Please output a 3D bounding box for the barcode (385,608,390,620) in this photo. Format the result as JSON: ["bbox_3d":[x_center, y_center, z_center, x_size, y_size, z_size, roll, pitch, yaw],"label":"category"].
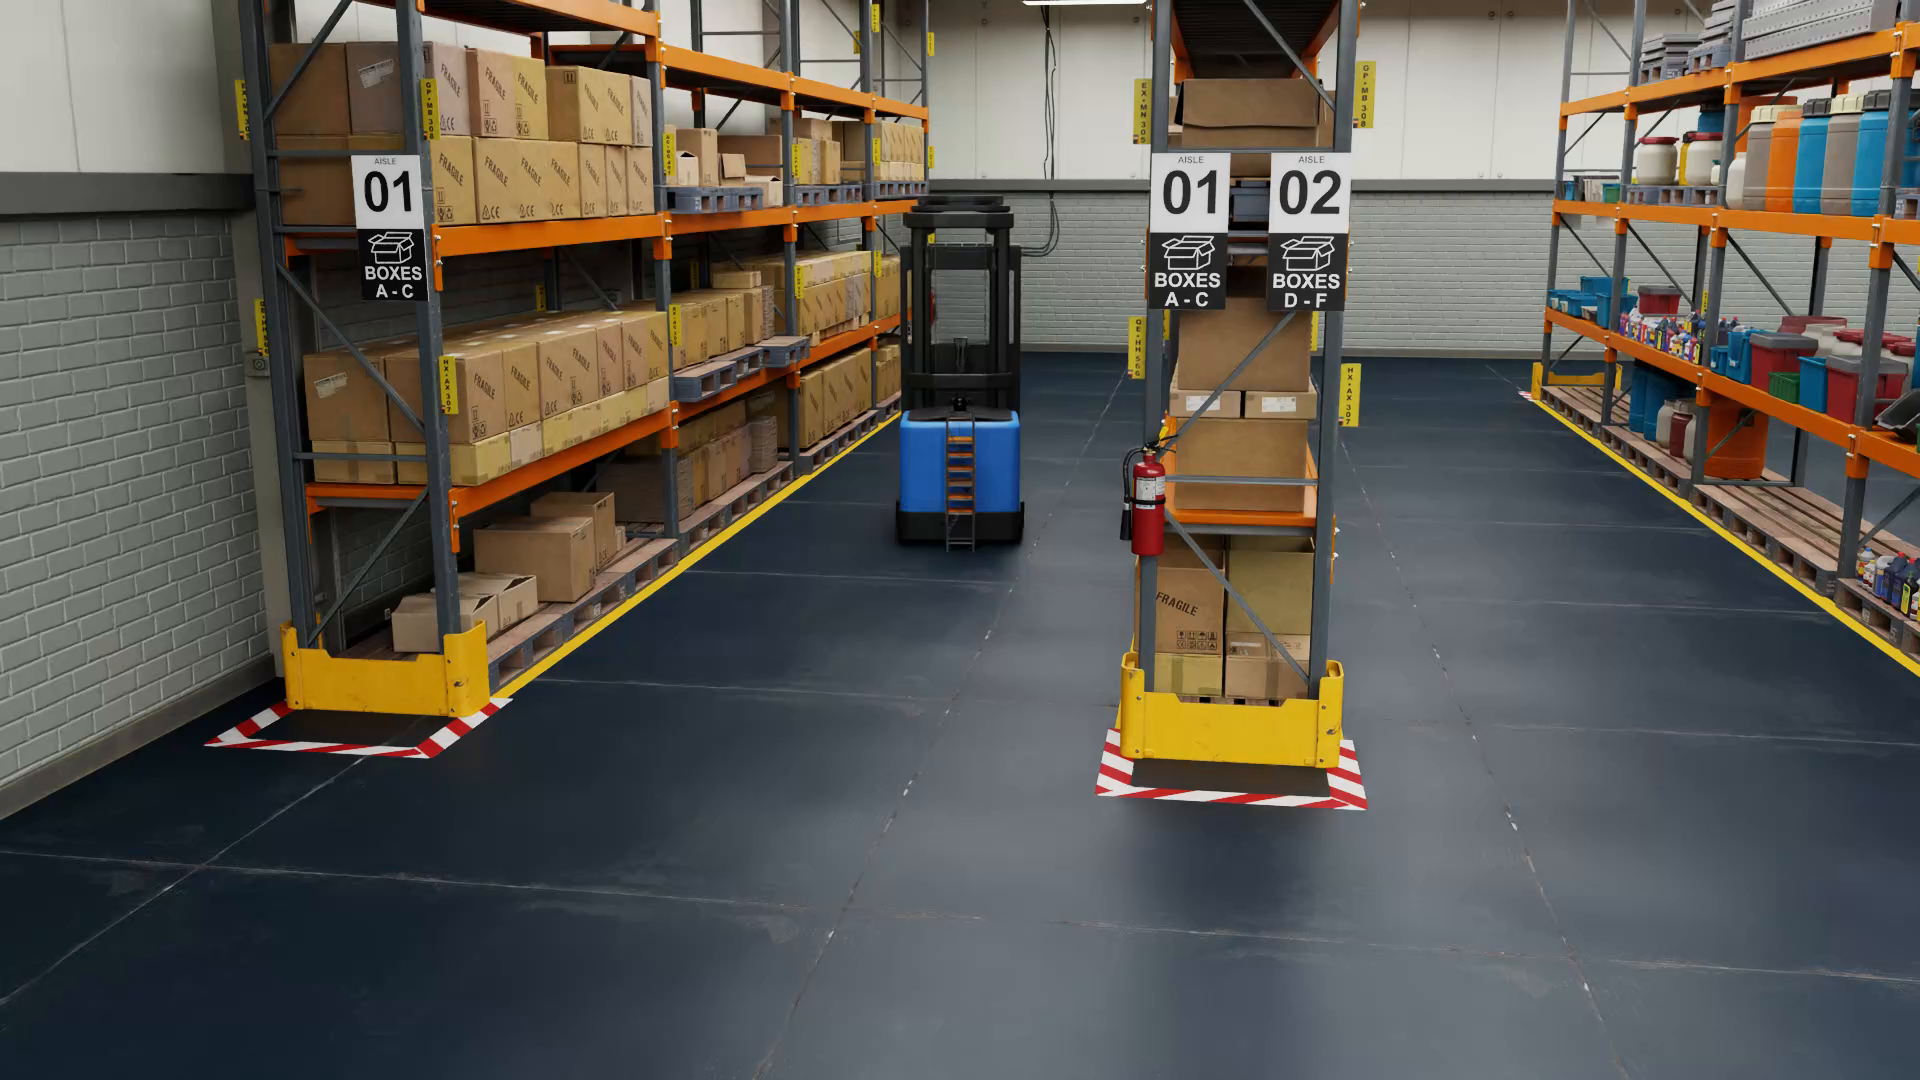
[{"bbox_3d":[-3.621,0.468,10.516,0.001,0.075,0.075,2,12,9],"label":"barcode"}]

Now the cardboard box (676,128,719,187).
[{"bbox_3d":[-2.455,-3.390,14.748,0.500,0.500,0.500,1,12,7],"label":"cardboard box"}]

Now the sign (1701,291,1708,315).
[{"bbox_3d":[8.755,-2.763,19.536,0.100,0.325,0.005,2,12,9],"label":"sign"}]

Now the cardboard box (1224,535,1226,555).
[{"bbox_3d":[2.070,-0.058,11.391,0.500,0.500,0.500,2,12,9],"label":"cardboard box"}]

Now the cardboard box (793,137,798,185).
[{"bbox_3d":[-2.146,-4.079,17.899,0.700,0.500,0.500,1,12,6],"label":"cardboard box"}]

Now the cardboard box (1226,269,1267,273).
[{"bbox_3d":[1.949,-1.627,11.605,0.700,0.500,0.500,2,12,9],"label":"cardboard box"}]

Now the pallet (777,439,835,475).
[{"bbox_3d":[-1.997,-0.932,18.319,1.003,0.211,1.213,2,12,9],"label":"pallet"}]

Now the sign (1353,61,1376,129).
[{"bbox_3d":[2.019,-2.222,8.301,0.100,0.325,0.005,2,12,9],"label":"sign"}]

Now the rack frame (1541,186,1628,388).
[{"bbox_3d":[8.826,-3.478,23.513,1.000,3.000,0.127,2,12,9],"label":"rack frame"}]

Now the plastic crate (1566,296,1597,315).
[{"bbox_3d":[8.261,-3.111,22.064,0.416,0.233,0.300,2,12,9],"label":"plastic crate"}]

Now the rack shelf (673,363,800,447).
[{"bbox_3d":[-2.501,-1.366,15.419,1.077,0.370,4.000,2,12,9],"label":"rack shelf"}]

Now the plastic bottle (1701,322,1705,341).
[{"bbox_3d":[8.189,-2.281,18.265,0.097,0.271,0.097,0,12,0],"label":"plastic bottle"}]

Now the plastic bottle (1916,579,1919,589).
[{"bbox_3d":[6.432,0.364,11.116,0.097,0.271,0.097,0,12,0],"label":"plastic bottle"}]

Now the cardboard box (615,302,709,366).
[{"bbox_3d":[-2.603,-1.786,14.380,0.700,0.500,0.500,3,13,14],"label":"cardboard box"}]

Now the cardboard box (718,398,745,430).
[{"bbox_3d":[-2.402,-1.225,16.169,0.500,0.250,0.500,2,12,10],"label":"cardboard box"}]

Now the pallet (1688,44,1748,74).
[{"bbox_3d":[7.737,-4.607,15.908,1.213,0.211,1.003,2,12,9],"label":"pallet"}]

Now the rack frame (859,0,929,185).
[{"bbox_3d":[-0.963,-6.732,24.371,1.000,3.000,0.127,2,12,9],"label":"rack frame"}]

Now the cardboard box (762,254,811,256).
[{"bbox_3d":[-2.052,-3.236,19.619,0.500,0.250,0.500,1,12,7],"label":"cardboard box"}]

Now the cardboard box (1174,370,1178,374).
[{"bbox_3d":[1.461,-0.921,9.868,0.380,0.149,0.250,2,12,9],"label":"cardboard box"}]

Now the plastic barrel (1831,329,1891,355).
[{"bbox_3d":[7.524,-1.482,13.925,0.433,0.535,0.433,0,12,0],"label":"plastic barrel"}]

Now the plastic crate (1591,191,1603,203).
[{"bbox_3d":[8.031,-4.260,20.647,0.293,0.136,0.466,2,12,9],"label":"plastic crate"}]

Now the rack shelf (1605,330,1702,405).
[{"bbox_3d":[7.904,-1.878,17.793,1.077,0.370,4.000,2,12,9],"label":"rack shelf"}]

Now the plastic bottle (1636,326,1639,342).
[{"bbox_3d":[7.633,-2.325,18.631,0.097,0.201,0.097,0,12,0],"label":"plastic bottle"}]

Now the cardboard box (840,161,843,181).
[{"bbox_3d":[-1.704,-4.764,21.480,0.500,0.250,0.500,2,12,9],"label":"cardboard box"}]

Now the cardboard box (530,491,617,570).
[{"bbox_3d":[-2.928,-0.077,12.620,0.500,0.500,0.500,1,12,4],"label":"cardboard box"}]

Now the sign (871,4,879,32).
[{"bbox_3d":[-1.040,-6.380,20.330,0.100,0.325,0.005,2,12,9],"label":"sign"}]

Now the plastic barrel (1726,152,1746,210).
[{"bbox_3d":[7.246,-3.279,15.204,0.421,0.512,0.421,0,12,0],"label":"plastic barrel"}]

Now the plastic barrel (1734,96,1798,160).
[{"bbox_3d":[7.686,-3.813,15.928,0.600,0.830,0.708,2,12,9],"label":"plastic barrel"}]

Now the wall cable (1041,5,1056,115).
[{"bbox_3d":[2.933,-8.761,29.168,3.097,2.526,0.112,2,12,9],"label":"wall cable"}]

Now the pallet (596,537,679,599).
[{"bbox_3d":[-2.877,0.203,13.051,1.003,0.211,1.213,2,12,9],"label":"pallet"}]

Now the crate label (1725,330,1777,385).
[{"bbox_3d":[7.176,-1.632,14.863,0.502,0.435,0.616,2,12,9],"label":"crate label"}]

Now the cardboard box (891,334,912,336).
[{"bbox_3d":[-0.811,-2.918,24.311,0.380,0.149,0.250,2,12,8],"label":"cardboard box"}]

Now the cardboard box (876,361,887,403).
[{"bbox_3d":[-1.362,-2.102,22.065,0.700,0.500,0.500,2,12,9],"label":"cardboard box"}]

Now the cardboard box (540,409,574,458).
[{"bbox_3d":[-2.885,-0.711,10.980,0.500,0.250,0.500,2,12,8],"label":"cardboard box"}]

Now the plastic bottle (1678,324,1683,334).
[{"bbox_3d":[7.583,-2.126,17.514,0.061,0.283,0.133,2,12,9],"label":"plastic bottle"}]

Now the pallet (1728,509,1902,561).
[{"bbox_3d":[7.249,-0.037,14.162,1.003,0.211,1.213,2,12,9],"label":"pallet"}]

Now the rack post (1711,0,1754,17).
[{"bbox_3d":[7.619,-5.163,15.867,0.624,0.289,0.986,2,12,9],"label":"rack post"}]

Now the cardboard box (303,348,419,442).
[{"bbox_3d":[-3.561,-0.877,9.970,0.500,0.500,0.500,2,12,8],"label":"cardboard box"}]

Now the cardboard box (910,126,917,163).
[{"bbox_3d":[-0.893,-5.548,23.339,0.500,0.500,0.500,2,12,10],"label":"cardboard box"}]

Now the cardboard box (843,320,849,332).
[{"bbox_3d":[-1.536,-2.563,19.813,0.380,0.149,0.250,2,12,9],"label":"cardboard box"}]

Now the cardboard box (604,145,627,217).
[{"bbox_3d":[-2.732,-2.608,12.071,0.500,0.500,0.500,1,12,4],"label":"cardboard box"}]

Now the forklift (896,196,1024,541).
[{"bbox_3d":[0.006,-1.684,15.349,1.130,2.935,3.031,0,12,0],"label":"forklift"}]

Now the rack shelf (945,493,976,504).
[{"bbox_3d":[0.003,-0.336,13.987,0.258,0.103,0.180,0,12,0],"label":"rack shelf"}]

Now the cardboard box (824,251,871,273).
[{"bbox_3d":[-1.397,-3.432,20.526,0.500,0.250,0.500,2,12,10],"label":"cardboard box"}]

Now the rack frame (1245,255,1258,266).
[{"bbox_3d":[2.702,-1.974,16.534,1.000,3.000,0.127,2,12,9],"label":"rack frame"}]

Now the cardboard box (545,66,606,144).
[{"bbox_3d":[-2.761,-2.978,11.416,0.500,0.500,0.500,1,12,7],"label":"cardboard box"}]

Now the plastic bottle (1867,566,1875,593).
[{"bbox_3d":[6.467,0.267,11.732,0.097,0.201,0.097,0,12,0],"label":"plastic bottle"}]

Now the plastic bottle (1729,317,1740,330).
[{"bbox_3d":[8.224,-2.190,17.654,0.144,0.351,0.185,2,12,9],"label":"plastic bottle"}]

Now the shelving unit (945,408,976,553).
[{"bbox_3d":[0.003,-0.497,13.952,0.258,1.200,0.189,0,12,0],"label":"shelving unit"}]

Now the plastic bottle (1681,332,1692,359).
[{"bbox_3d":[7.338,-1.960,16.774,0.097,0.271,0.097,0,12,0],"label":"plastic bottle"}]

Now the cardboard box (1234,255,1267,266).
[{"bbox_3d":[3.668,-3.434,20.695,0.500,0.500,0.500,2,12,10],"label":"cardboard box"}]

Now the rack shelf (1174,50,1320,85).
[{"bbox_3d":[2.395,-3.943,14.088,1.077,0.370,4.000,2,12,9],"label":"rack shelf"}]

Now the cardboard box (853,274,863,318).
[{"bbox_3d":[-1.469,-2.960,20.117,0.500,0.500,0.500,2,12,9],"label":"cardboard box"}]

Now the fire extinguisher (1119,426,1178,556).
[{"bbox_3d":[0.995,-0.262,8.770,0.296,0.674,0.183,2,12,9],"label":"fire extinguisher"}]
